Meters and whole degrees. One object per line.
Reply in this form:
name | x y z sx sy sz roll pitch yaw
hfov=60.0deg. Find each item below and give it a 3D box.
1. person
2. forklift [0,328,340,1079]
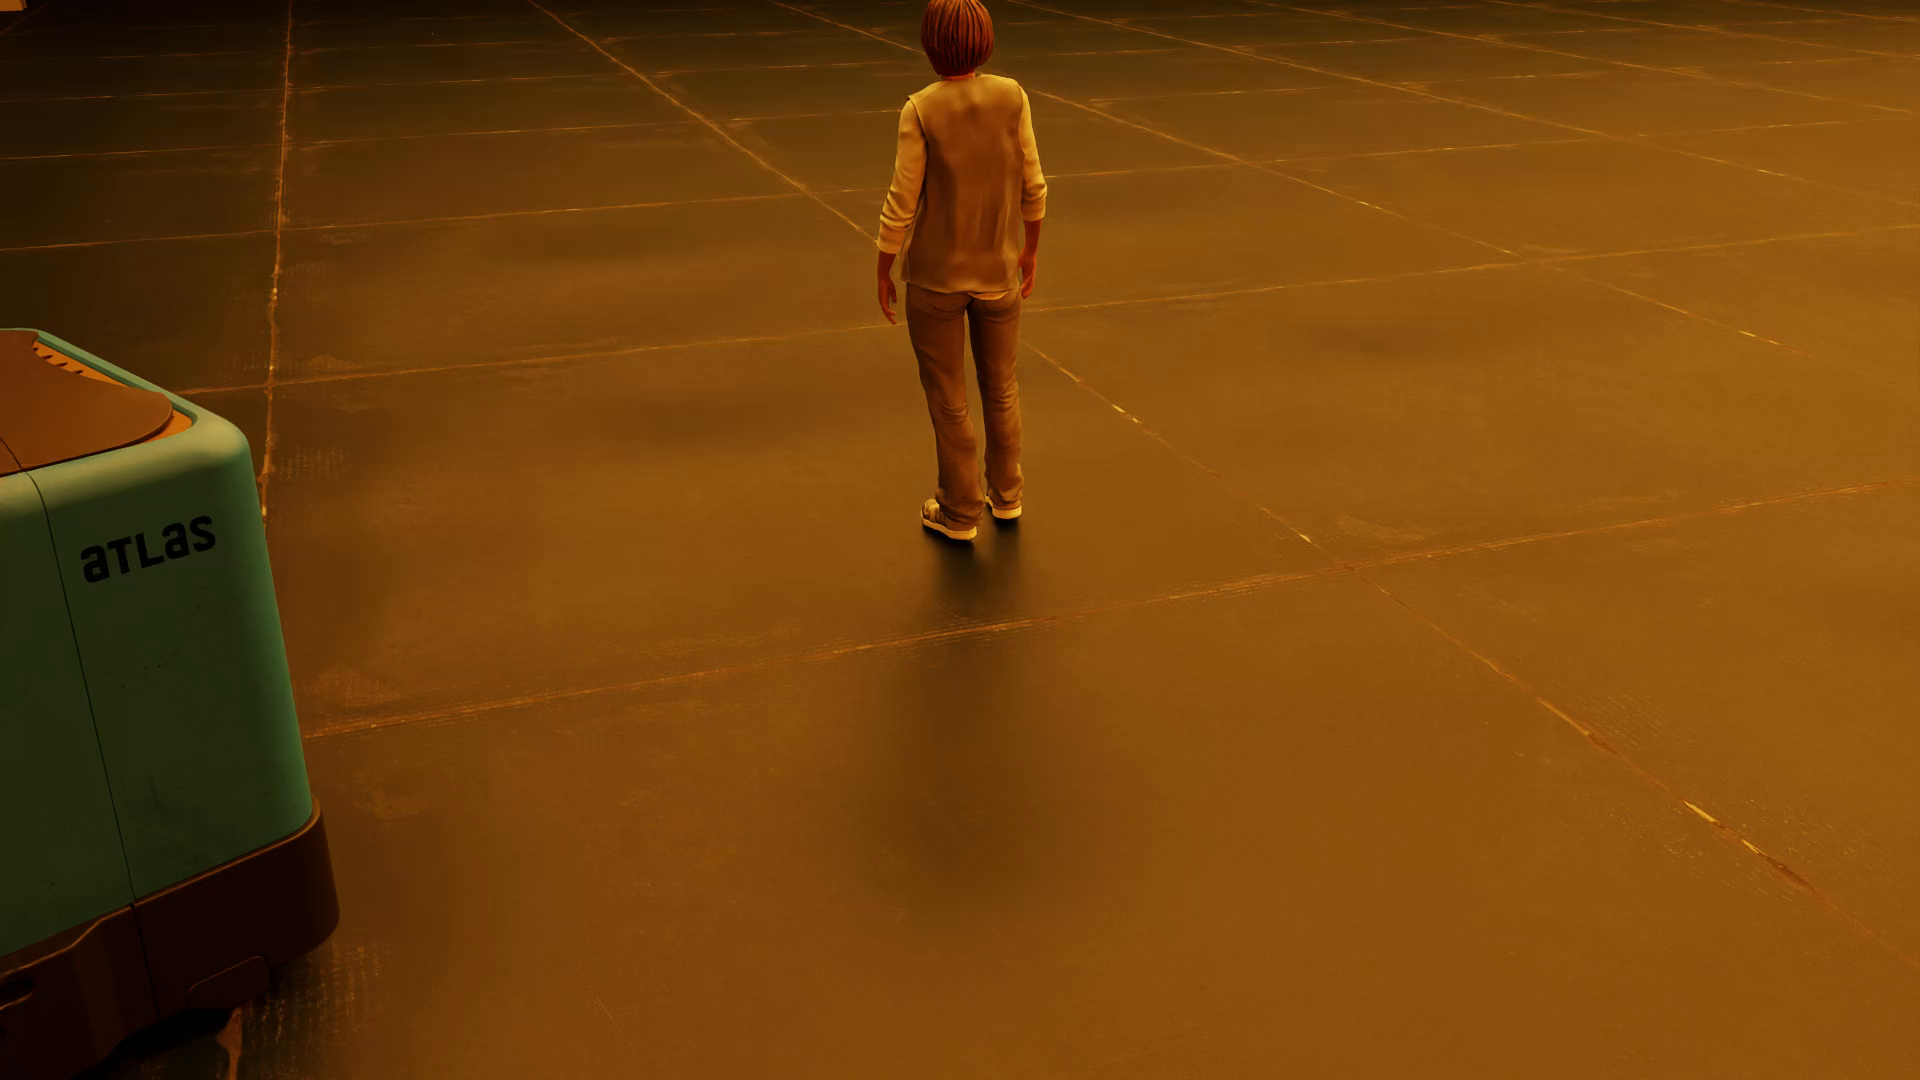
person | -0.012 -0.771 4.835 0.521 1.596 0.475 -8 24 -18
forklift | -2.554 -0.263 1.924 1.130 2.935 3.031 20 30 39
